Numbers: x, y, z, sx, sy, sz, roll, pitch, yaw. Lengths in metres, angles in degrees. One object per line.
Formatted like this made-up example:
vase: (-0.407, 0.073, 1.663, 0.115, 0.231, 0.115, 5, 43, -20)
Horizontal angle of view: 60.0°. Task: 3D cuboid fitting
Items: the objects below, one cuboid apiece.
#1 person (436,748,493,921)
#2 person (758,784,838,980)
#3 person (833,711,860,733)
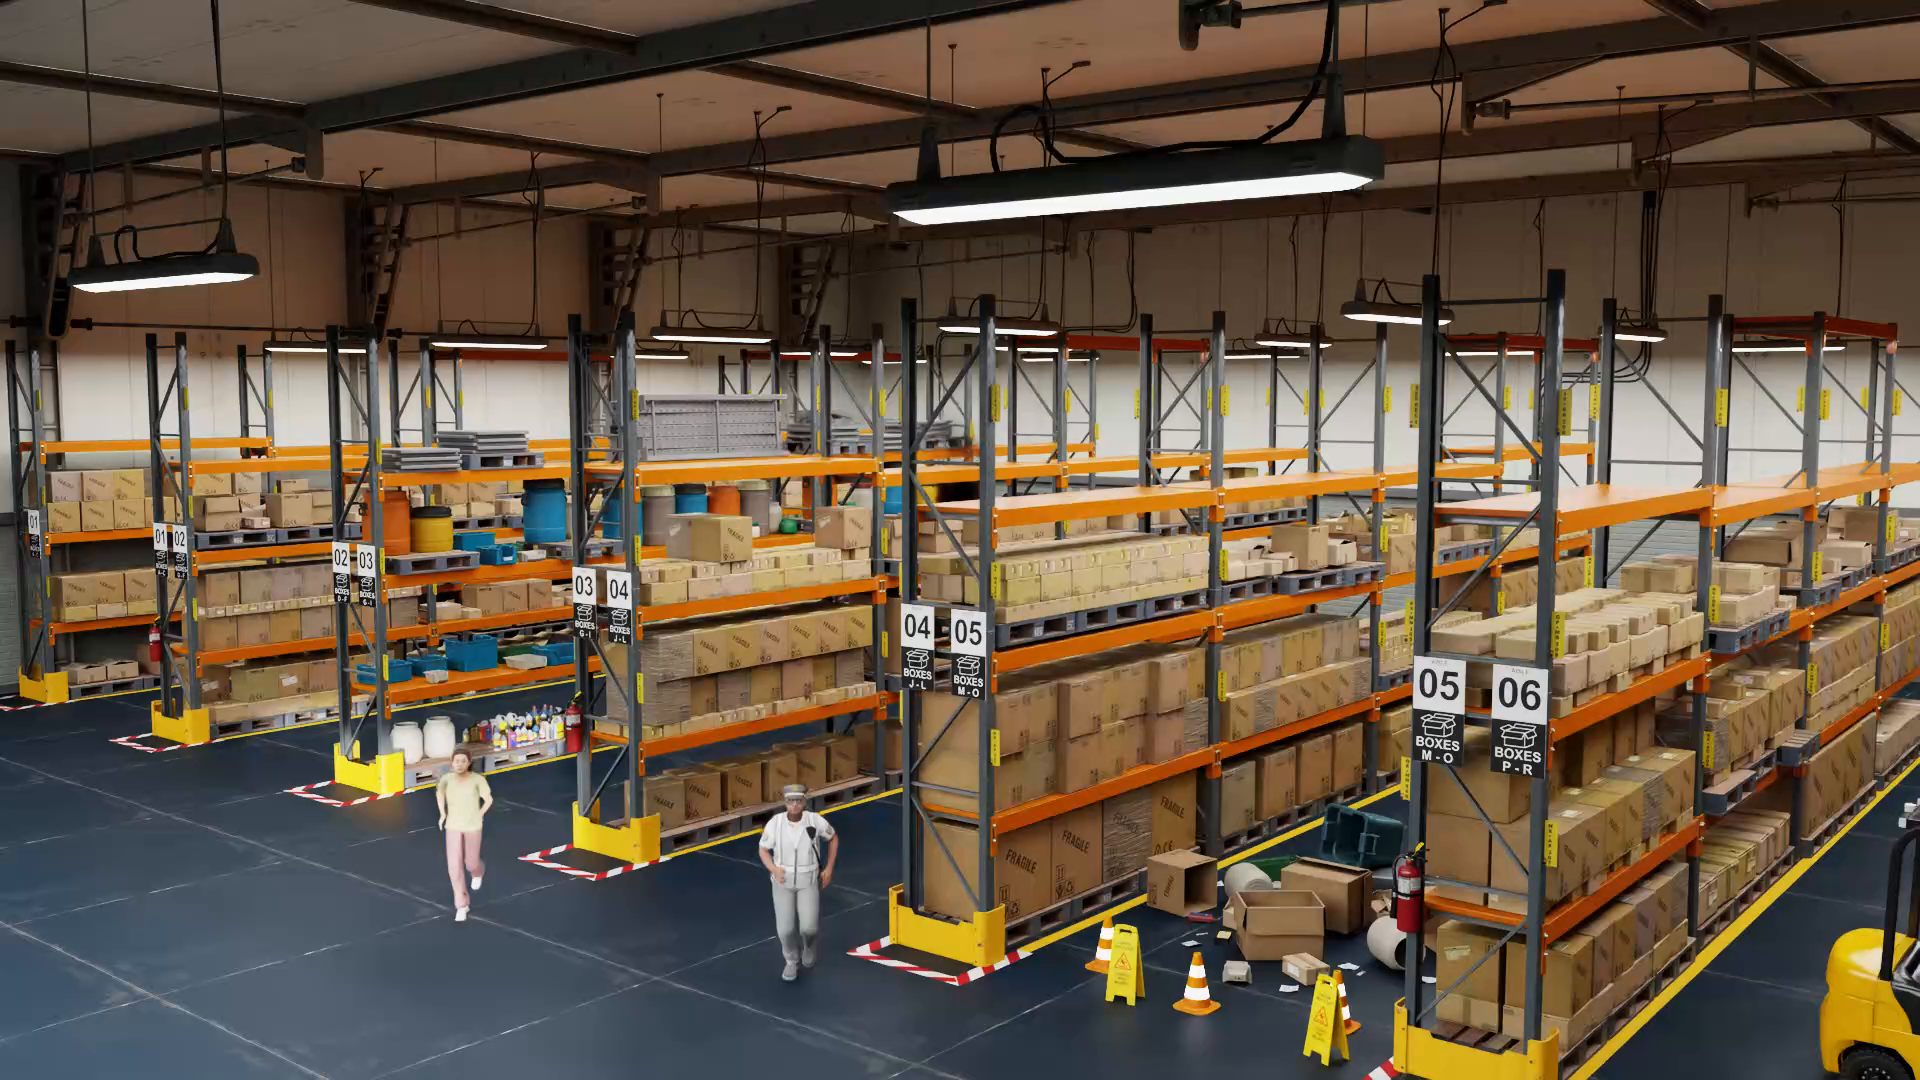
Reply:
person: (-4.922, 2.866, 16.532, 0.559, 1.655, 0.827, -1, 5, -8)
person: (-1.415, 2.991, 14.578, 0.698, 1.740, 0.602, 0, 5, -4)
person: (-1.773, 2.090, 24.848, 0.545, 1.758, 0.768, 2, 6, 25)
